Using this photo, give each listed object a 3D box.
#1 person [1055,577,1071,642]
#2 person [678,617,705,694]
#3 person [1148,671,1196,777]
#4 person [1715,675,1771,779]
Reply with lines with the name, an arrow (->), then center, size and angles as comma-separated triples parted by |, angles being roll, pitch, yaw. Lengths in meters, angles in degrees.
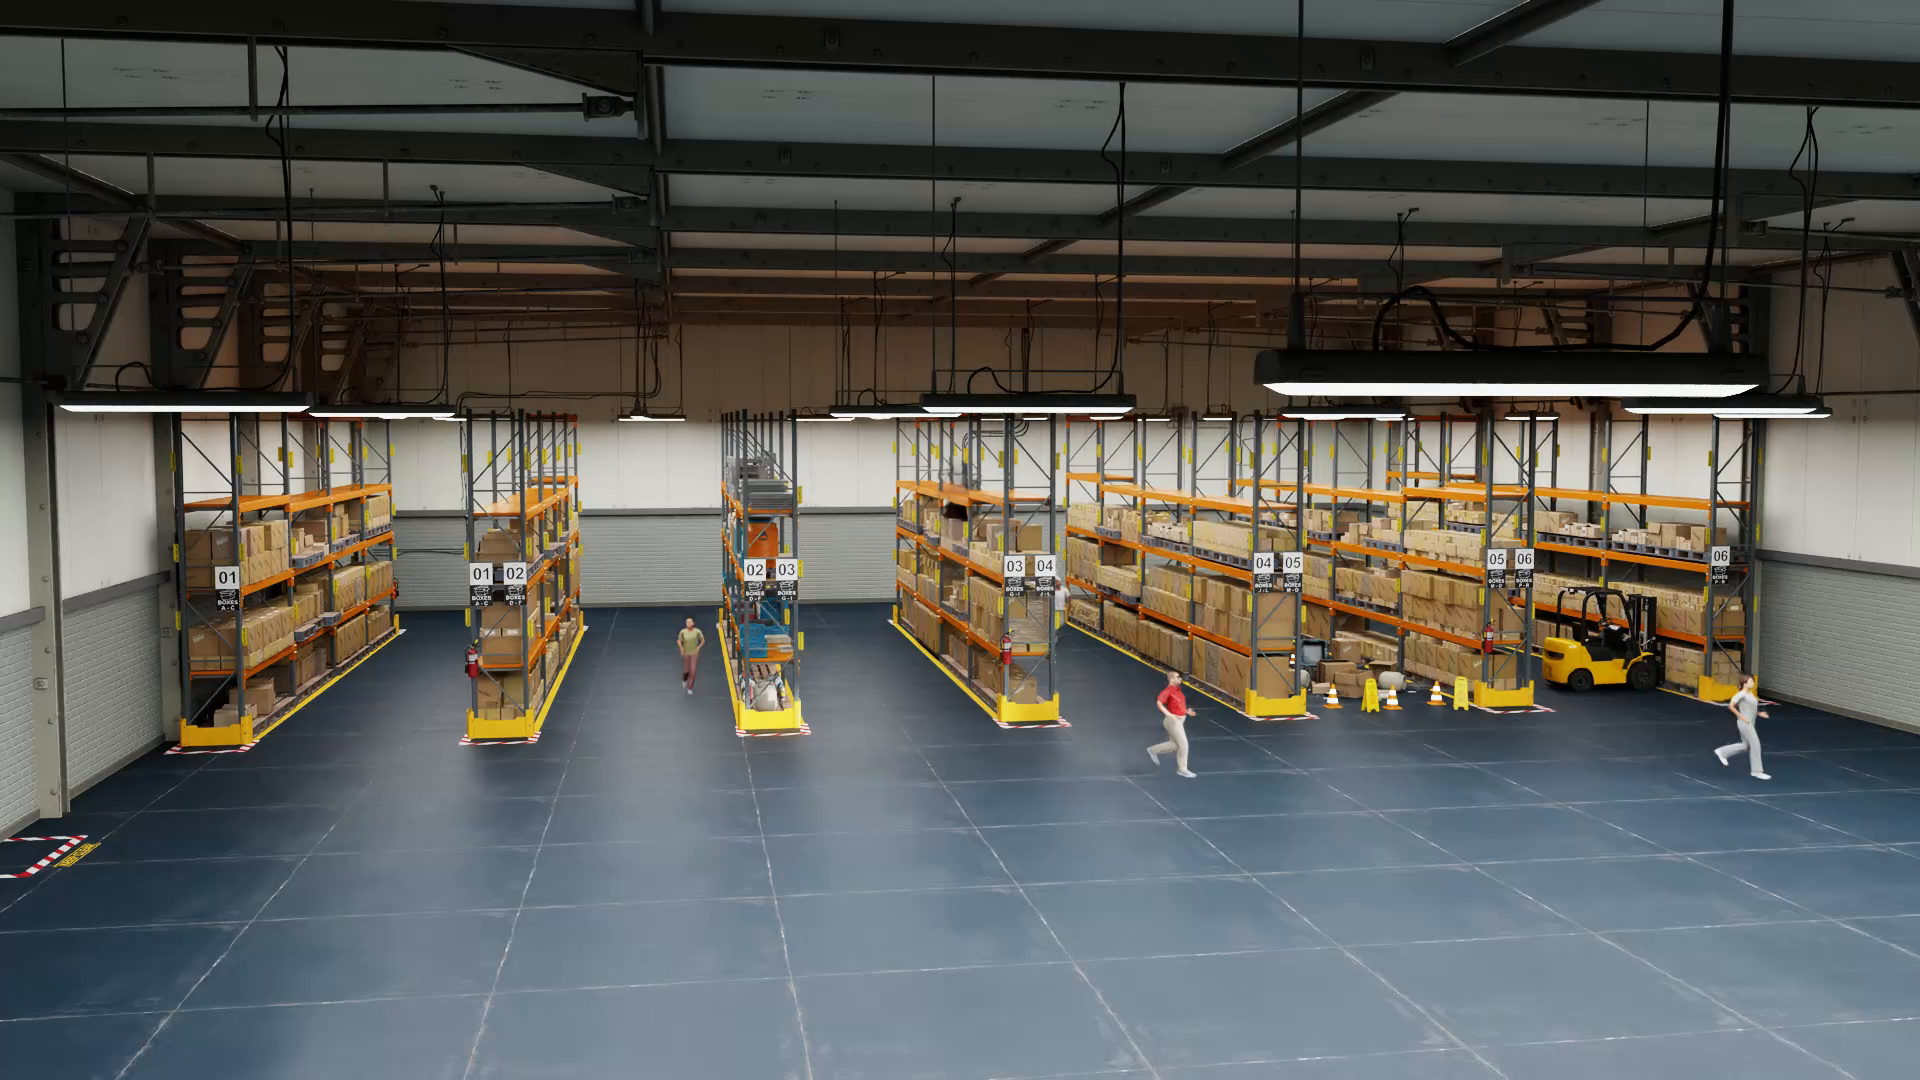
person -> 2.569, 1.820, 43.666 | 0.736, 1.722, 0.605 | 0, 4, -4
person -> -5.715, 2.447, 35.394 | 0.574, 1.639, 0.585 | -1, 4, -7
person -> 3.449, 2.995, 27.131 | 0.843, 1.721, 0.663 | 2, 4, 21
person -> 12.741, 3.017, 27.048 | 0.879, 1.667, 0.567 | 3, 5, 40
